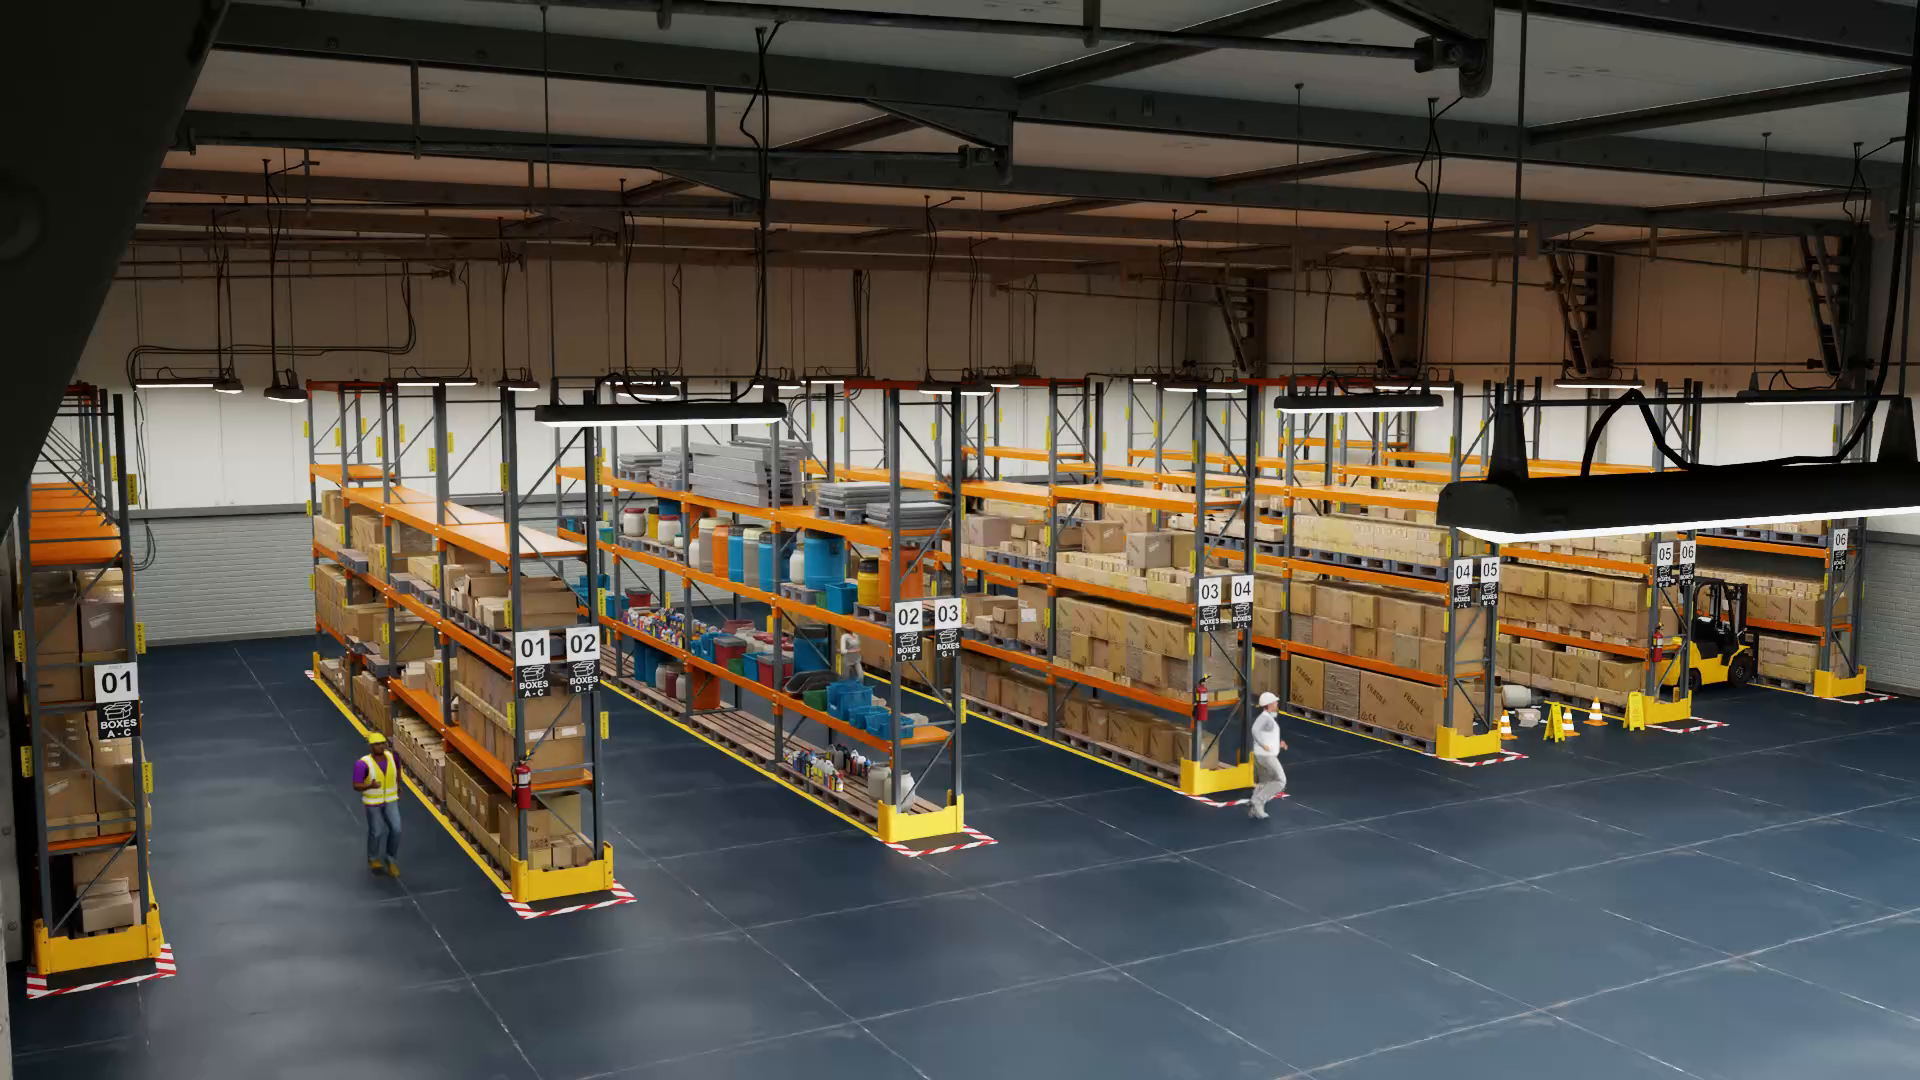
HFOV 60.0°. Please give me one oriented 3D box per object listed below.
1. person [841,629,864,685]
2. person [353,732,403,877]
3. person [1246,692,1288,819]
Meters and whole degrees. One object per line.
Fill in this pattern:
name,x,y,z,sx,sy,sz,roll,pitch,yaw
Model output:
person,-2.003,2.287,30.490,0.507,1.642,0.741,-4,7,-36
person,-7.149,3.276,20.557,0.673,1.811,0.706,-5,8,-37
person,4.296,3.000,23.281,0.582,1.724,0.710,1,6,6
